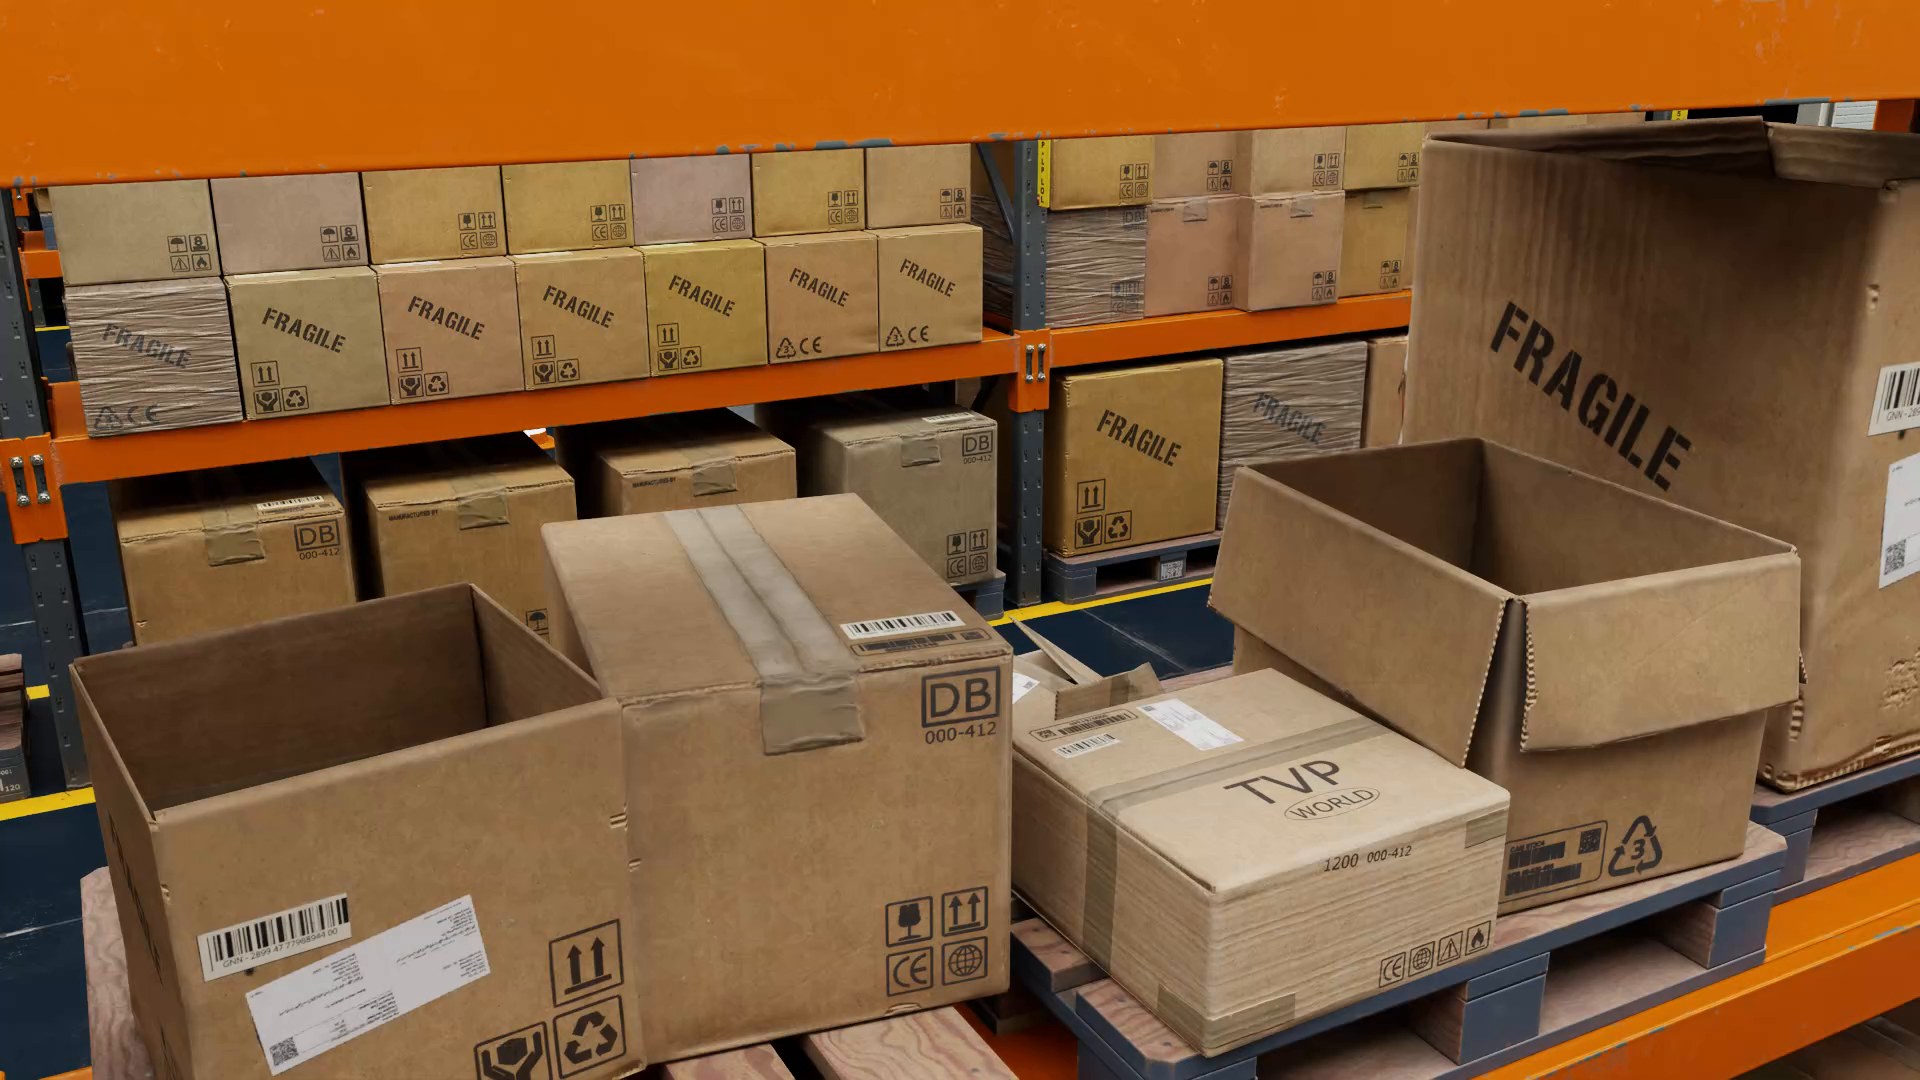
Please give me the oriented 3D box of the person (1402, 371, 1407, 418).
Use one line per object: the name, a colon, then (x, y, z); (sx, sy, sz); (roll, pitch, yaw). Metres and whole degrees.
person: (2.095, -0.352, 7.050); (0.504, 1.762, 0.595); (-9, 20, -24)
